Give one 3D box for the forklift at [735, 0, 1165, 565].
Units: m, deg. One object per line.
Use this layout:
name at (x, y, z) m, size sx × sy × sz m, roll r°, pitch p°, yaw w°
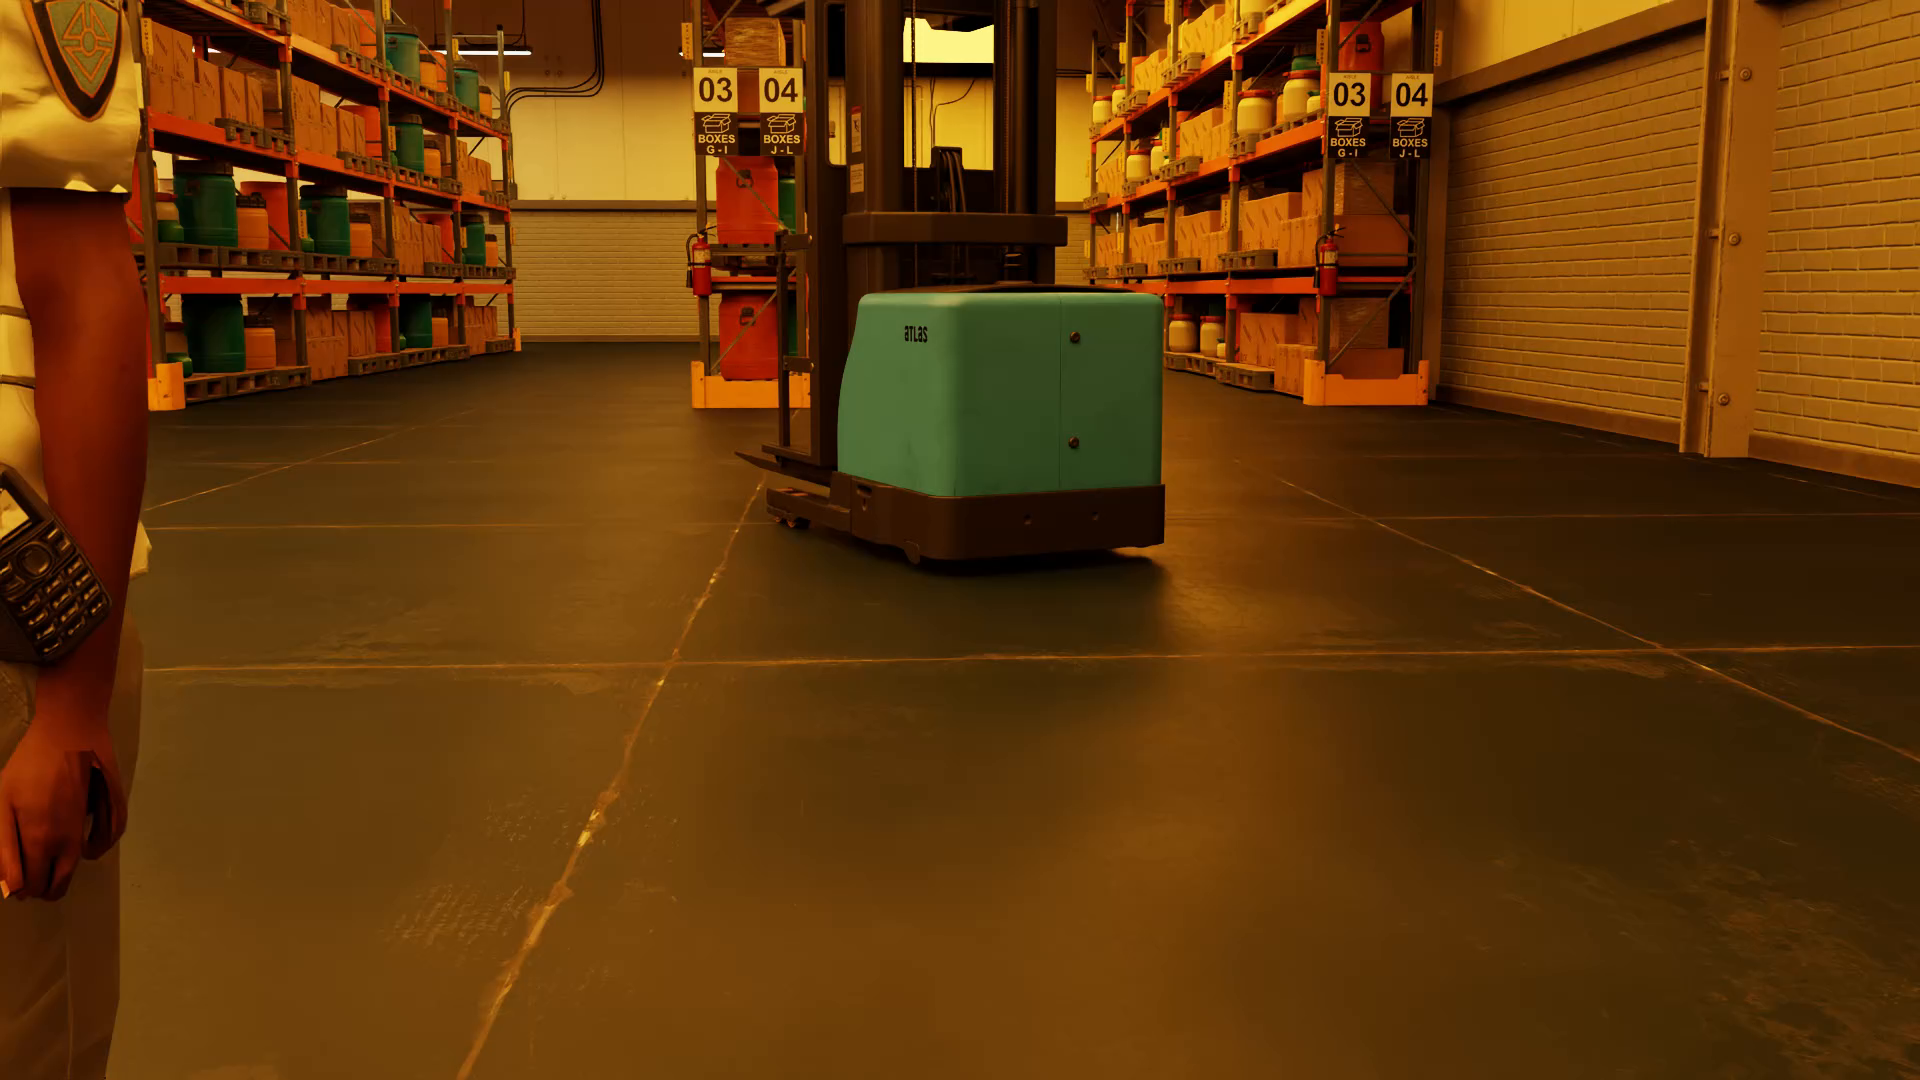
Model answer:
forklift at (-0.264, -1.530, 7.637) m, size 1.130 × 2.935 × 3.031 m, roll -4°, pitch 9°, yaw -25°
